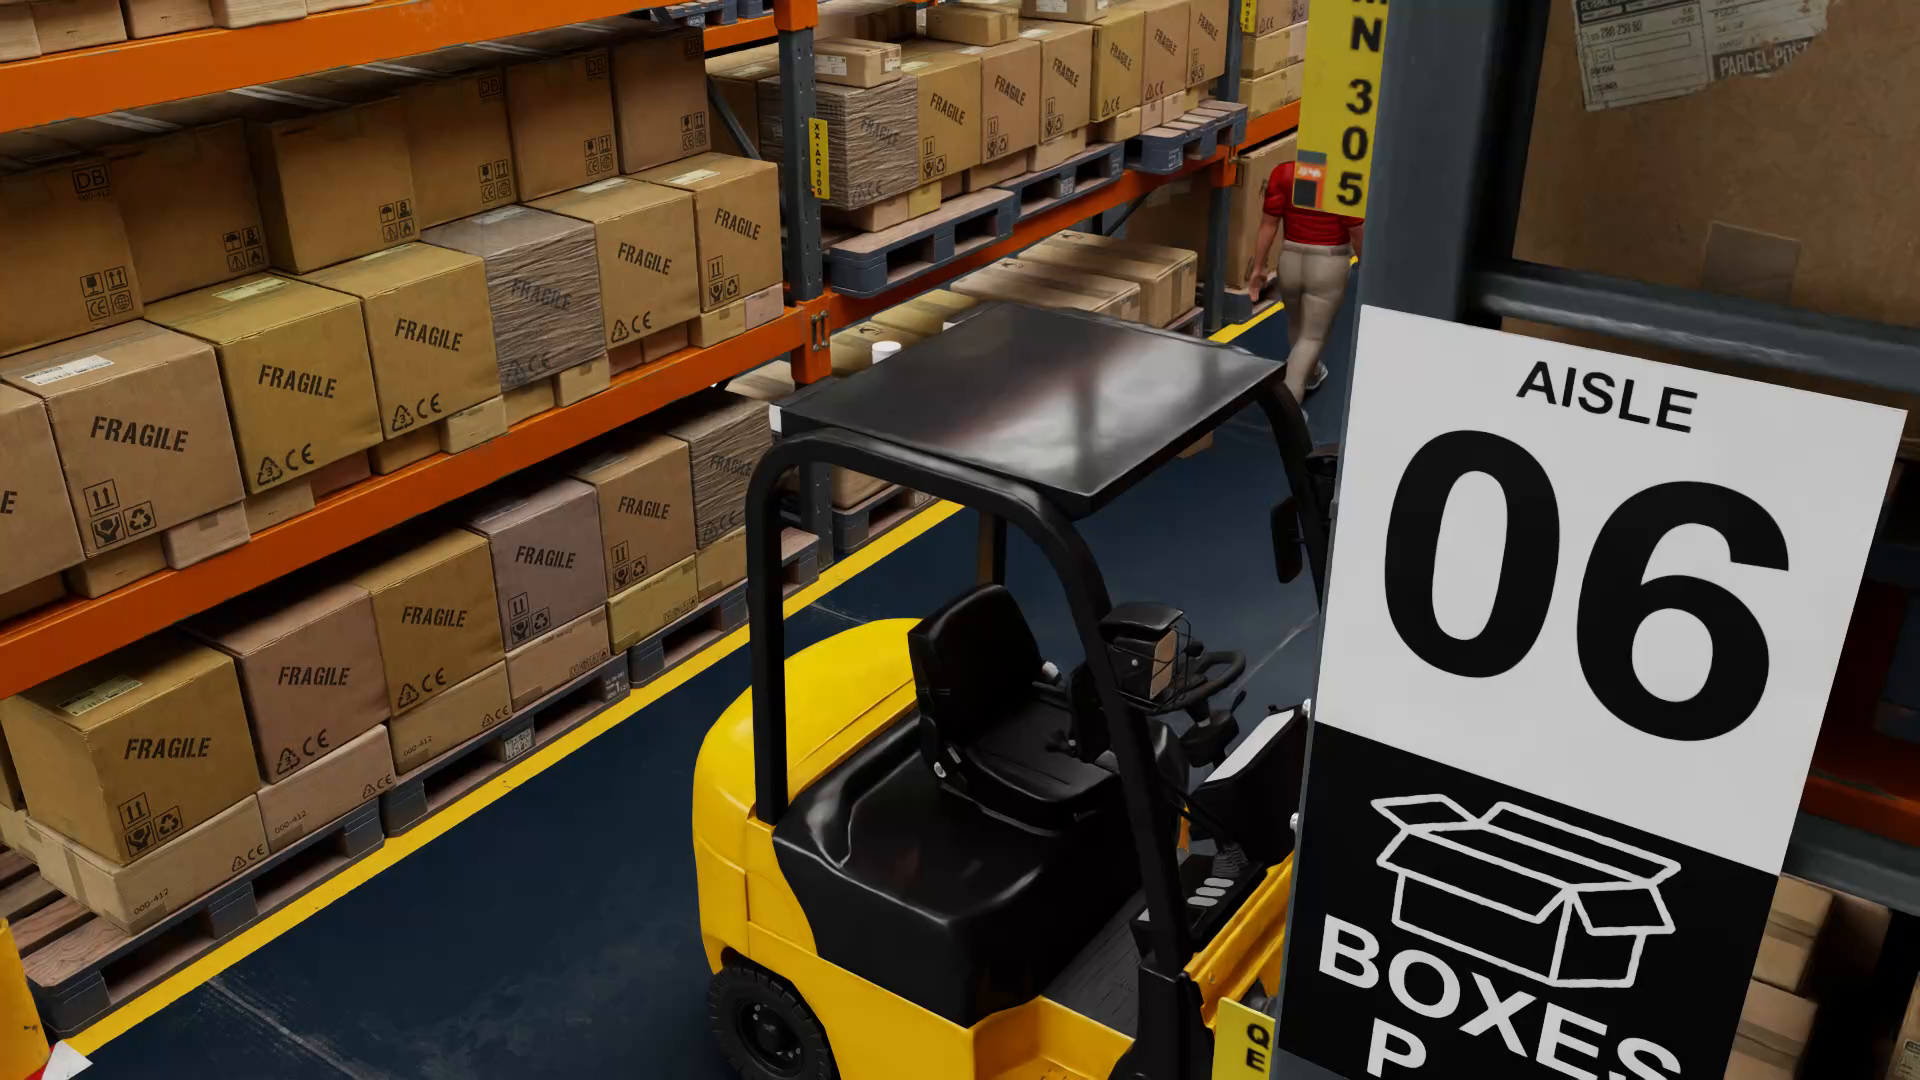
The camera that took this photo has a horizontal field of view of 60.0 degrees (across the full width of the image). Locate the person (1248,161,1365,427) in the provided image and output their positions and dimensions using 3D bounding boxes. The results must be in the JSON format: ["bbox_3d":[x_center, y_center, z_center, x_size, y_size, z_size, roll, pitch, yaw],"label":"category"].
[{"bbox_3d":[1.973,-1.511,9.107,0.574,1.660,1.022,20,33,35],"label":"person"}]
